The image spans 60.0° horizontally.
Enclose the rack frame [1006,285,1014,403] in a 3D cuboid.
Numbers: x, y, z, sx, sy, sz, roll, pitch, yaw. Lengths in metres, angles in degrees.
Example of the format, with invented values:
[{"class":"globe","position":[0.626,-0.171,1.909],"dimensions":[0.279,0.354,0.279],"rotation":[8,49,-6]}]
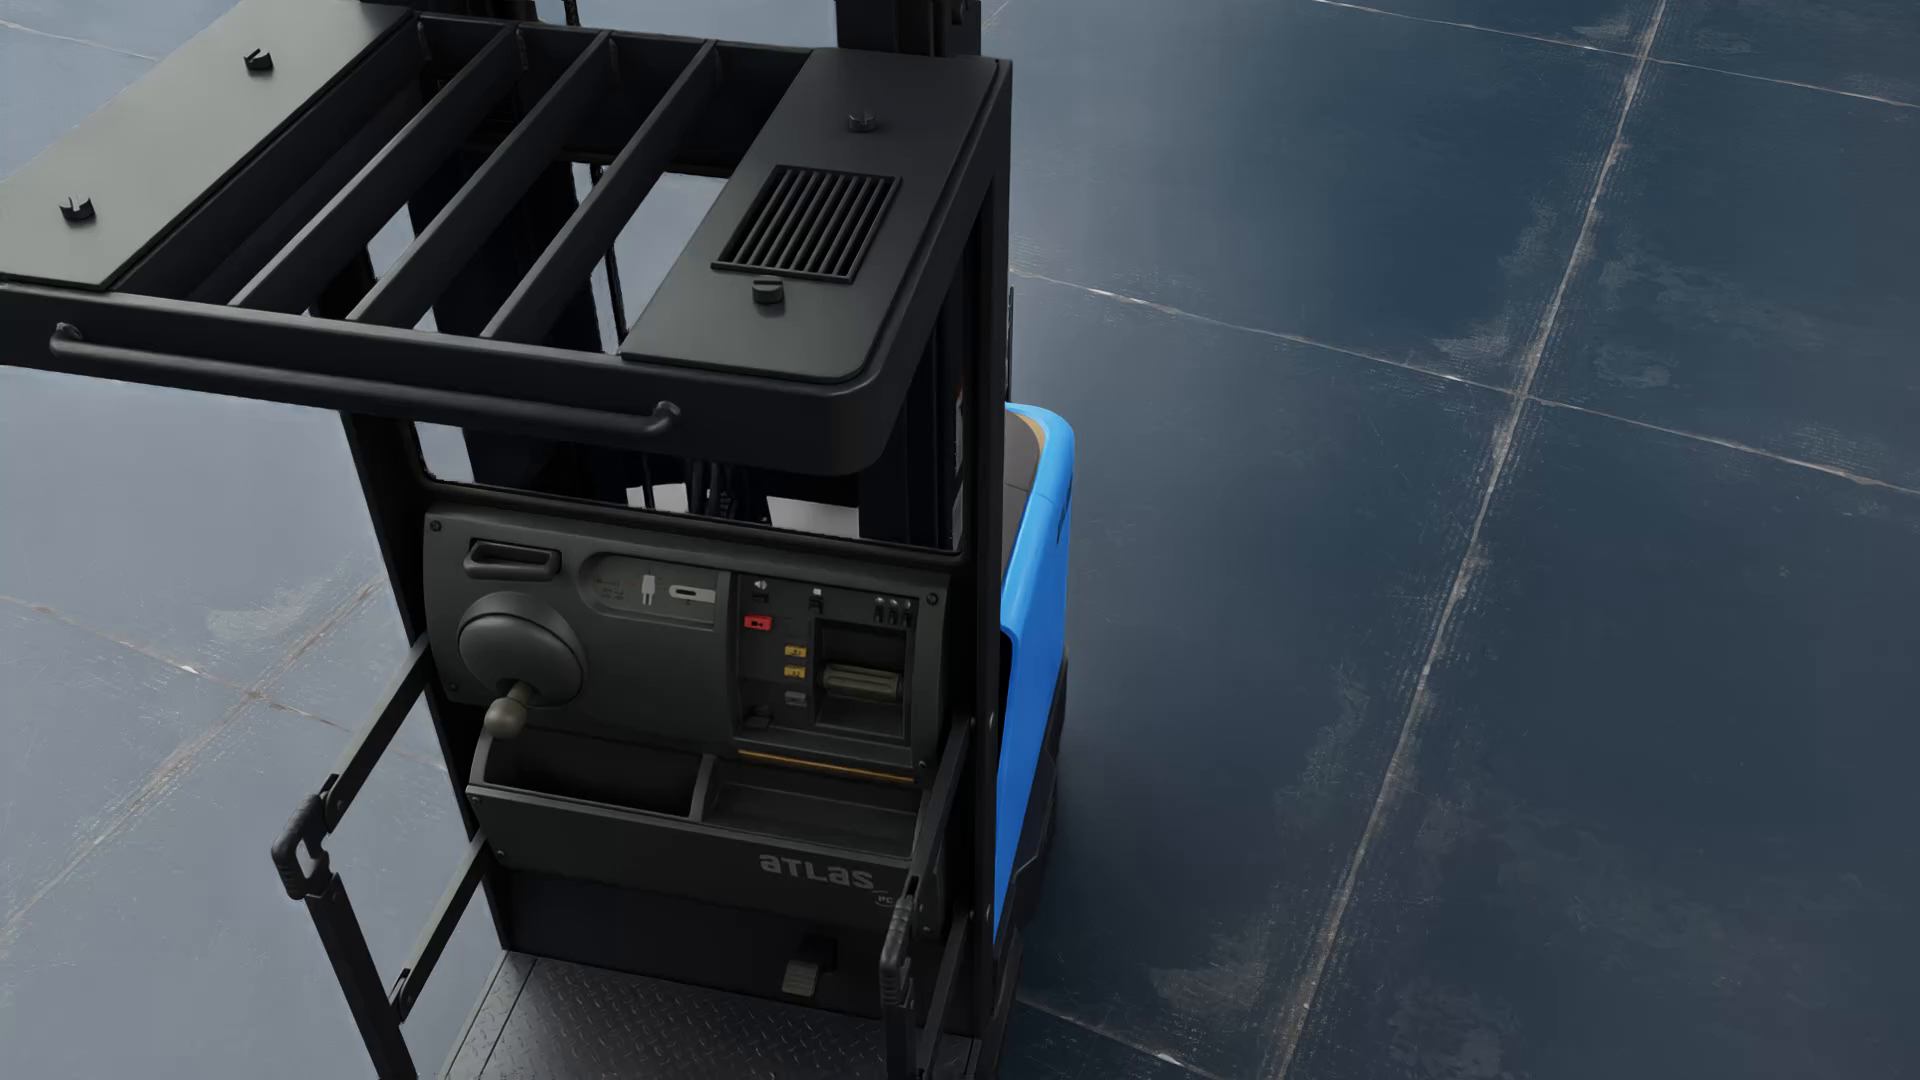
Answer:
[{"class":"rack frame","position":[0.099,-0.310,4.920],"dimensions":[0.006,0.900,0.240],"rotation":[17,44,19]}]

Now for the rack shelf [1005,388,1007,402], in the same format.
[{"class":"rack shelf","position":[0.007,-0.381,4.916],"dimensions":[0.200,0.077,0.258],"rotation":[17,44,19]}]

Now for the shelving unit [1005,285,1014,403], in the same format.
[{"class":"shelving unit","position":[0.007,-0.338,4.953],"dimensions":[0.210,0.900,0.258],"rotation":[17,44,19]}]

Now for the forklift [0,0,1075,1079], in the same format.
[{"class":"forklift","position":[-0.524,0.268,2.703],"dimensions":[1.130,2.935,3.031],"rotation":[8,42,9]}]

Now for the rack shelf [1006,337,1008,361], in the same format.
[{"class":"rack shelf","position":[0.007,-0.517,4.798],"dimensions":[0.200,0.077,0.258],"rotation":[17,44,19]}]
